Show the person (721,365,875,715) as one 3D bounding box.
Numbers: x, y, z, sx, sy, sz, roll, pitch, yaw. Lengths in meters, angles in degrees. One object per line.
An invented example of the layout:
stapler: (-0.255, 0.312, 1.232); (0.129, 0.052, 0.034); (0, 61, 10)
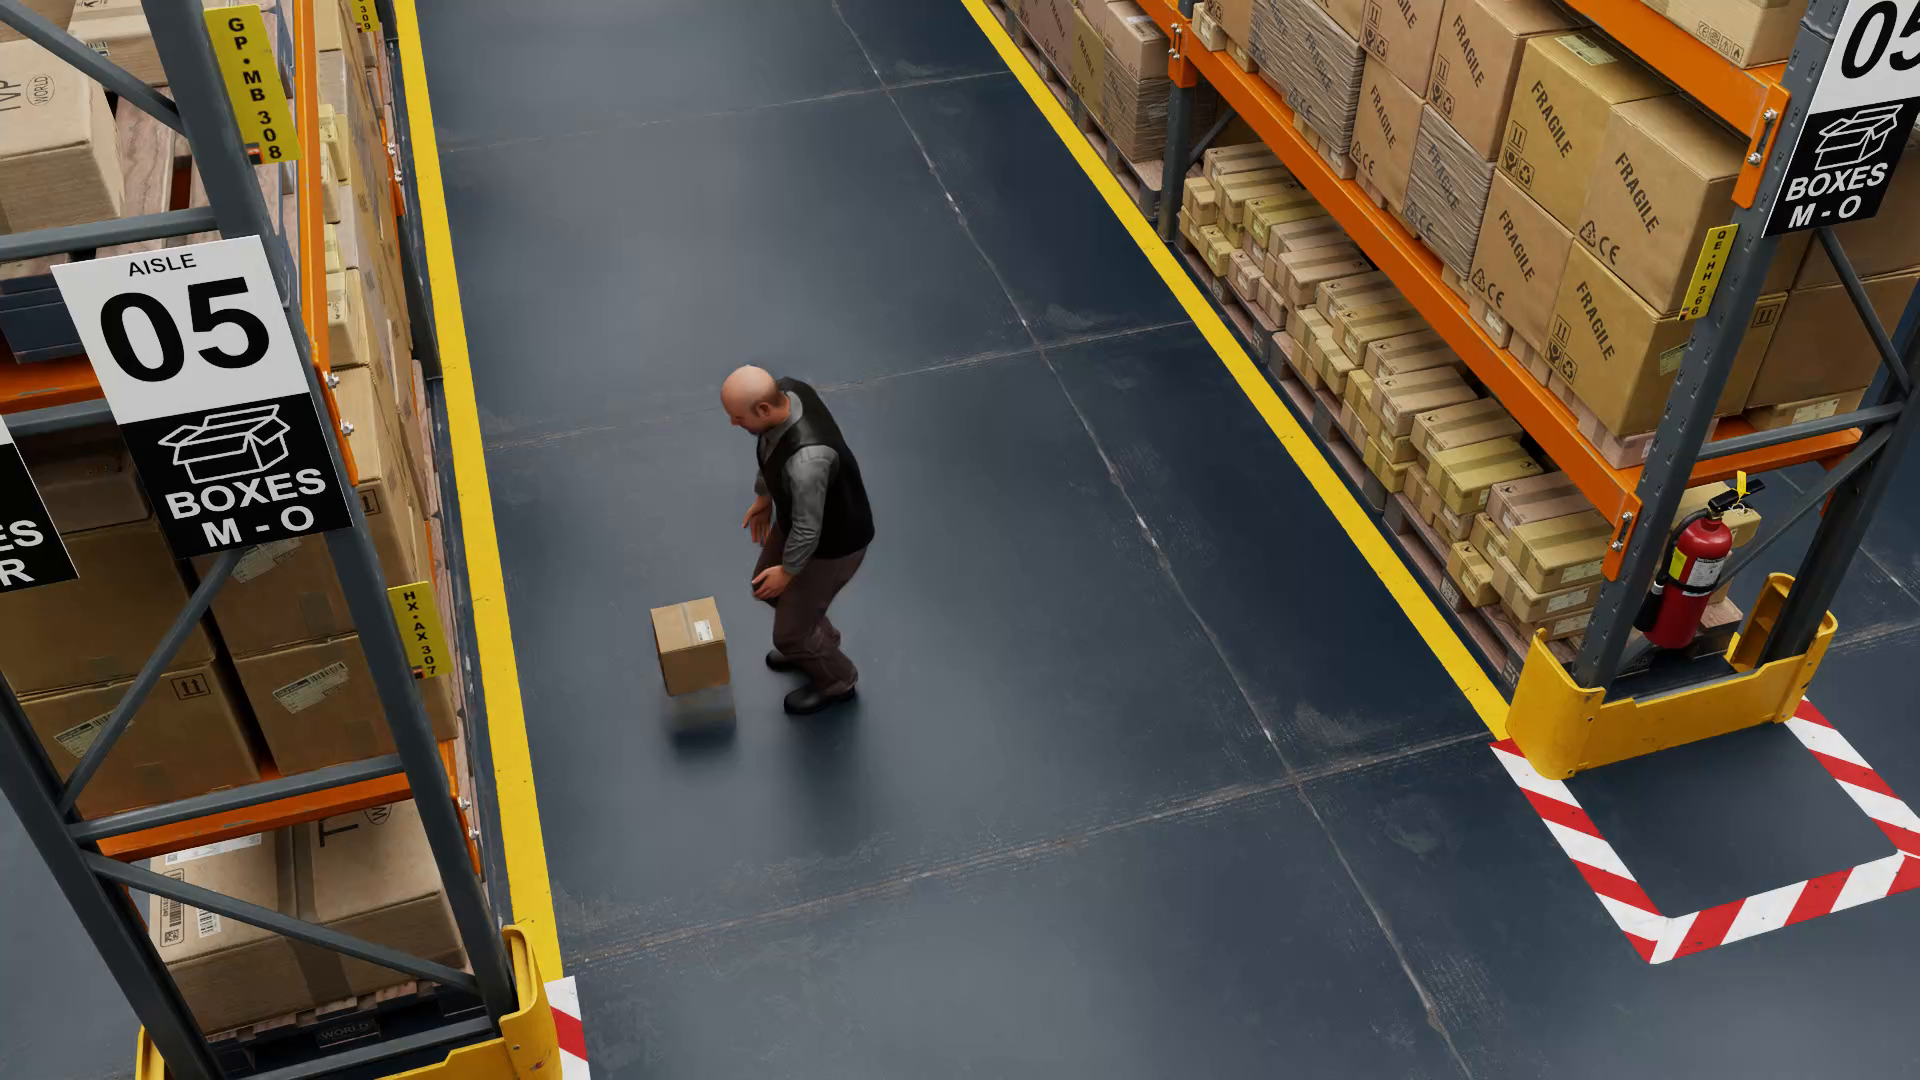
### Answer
person: (-0.583, -0.010, 6.278); (0.509, 1.614, 0.574); (-11, 43, -12)
